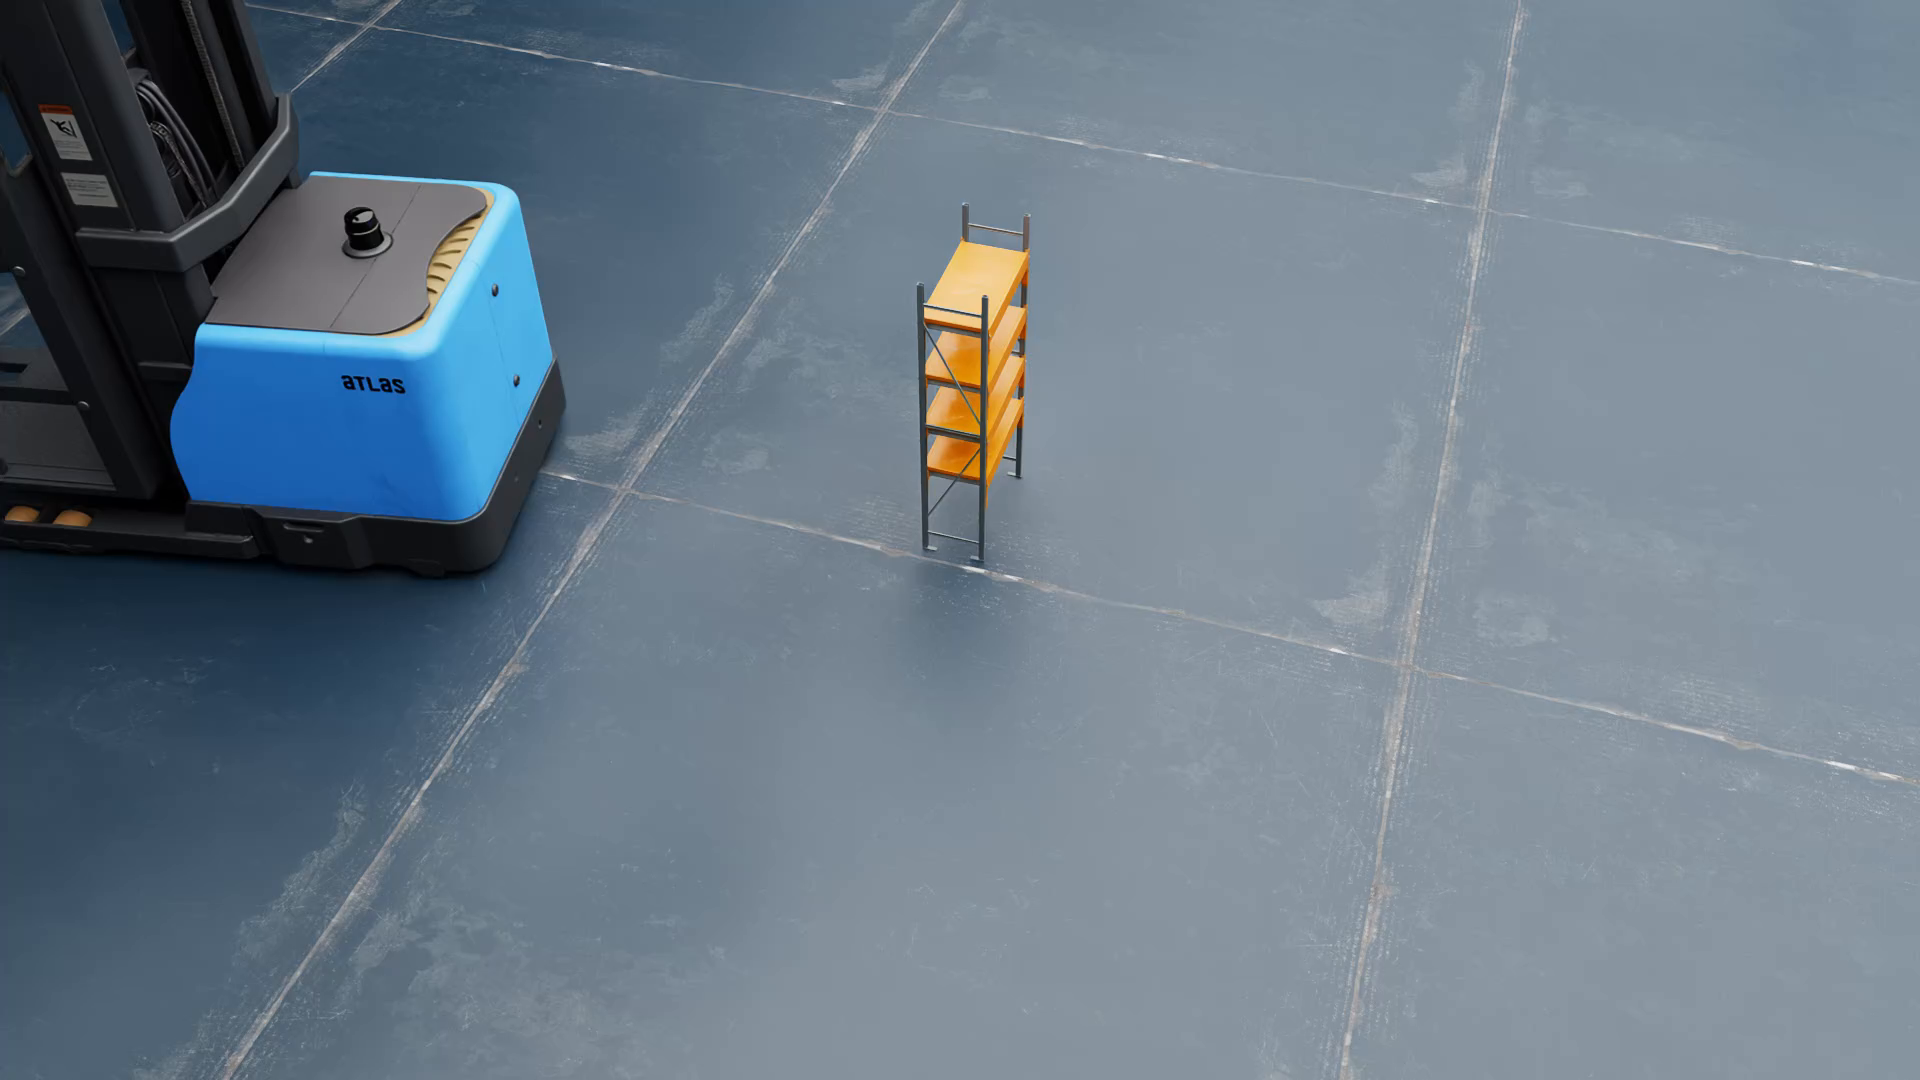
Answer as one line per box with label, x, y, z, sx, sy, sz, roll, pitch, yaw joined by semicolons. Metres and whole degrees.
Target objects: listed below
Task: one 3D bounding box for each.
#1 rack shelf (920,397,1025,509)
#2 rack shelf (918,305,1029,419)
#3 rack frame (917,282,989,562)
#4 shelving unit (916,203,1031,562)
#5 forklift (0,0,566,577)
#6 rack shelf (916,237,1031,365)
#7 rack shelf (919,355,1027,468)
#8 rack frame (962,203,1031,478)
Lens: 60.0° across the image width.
rack shelf;0.050;-0.349;6.129;0.258;0.148;0.480;13;46;13
rack shelf;0.050;-0.651;5.834;0.258;0.148;0.480;13;46;13
rack frame;-0.024;-0.377;5.777;0.240;1.200;0.015;13;46;13
shelving unit;0.050;-0.539;5.943;0.258;1.200;0.503;13;46;13
forklift;-3.141;-1.359;5.544;3.031;2.935;1.130;5;45;5
rack shelf;0.050;-0.820;5.668;0.258;0.148;0.480;13;46;13
rack shelf;0.050;-0.491;5.990;0.258;0.148;0.480;13;46;13
rack frame;0.124;-0.702;6.109;0.240;1.200;0.015;13;46;13
